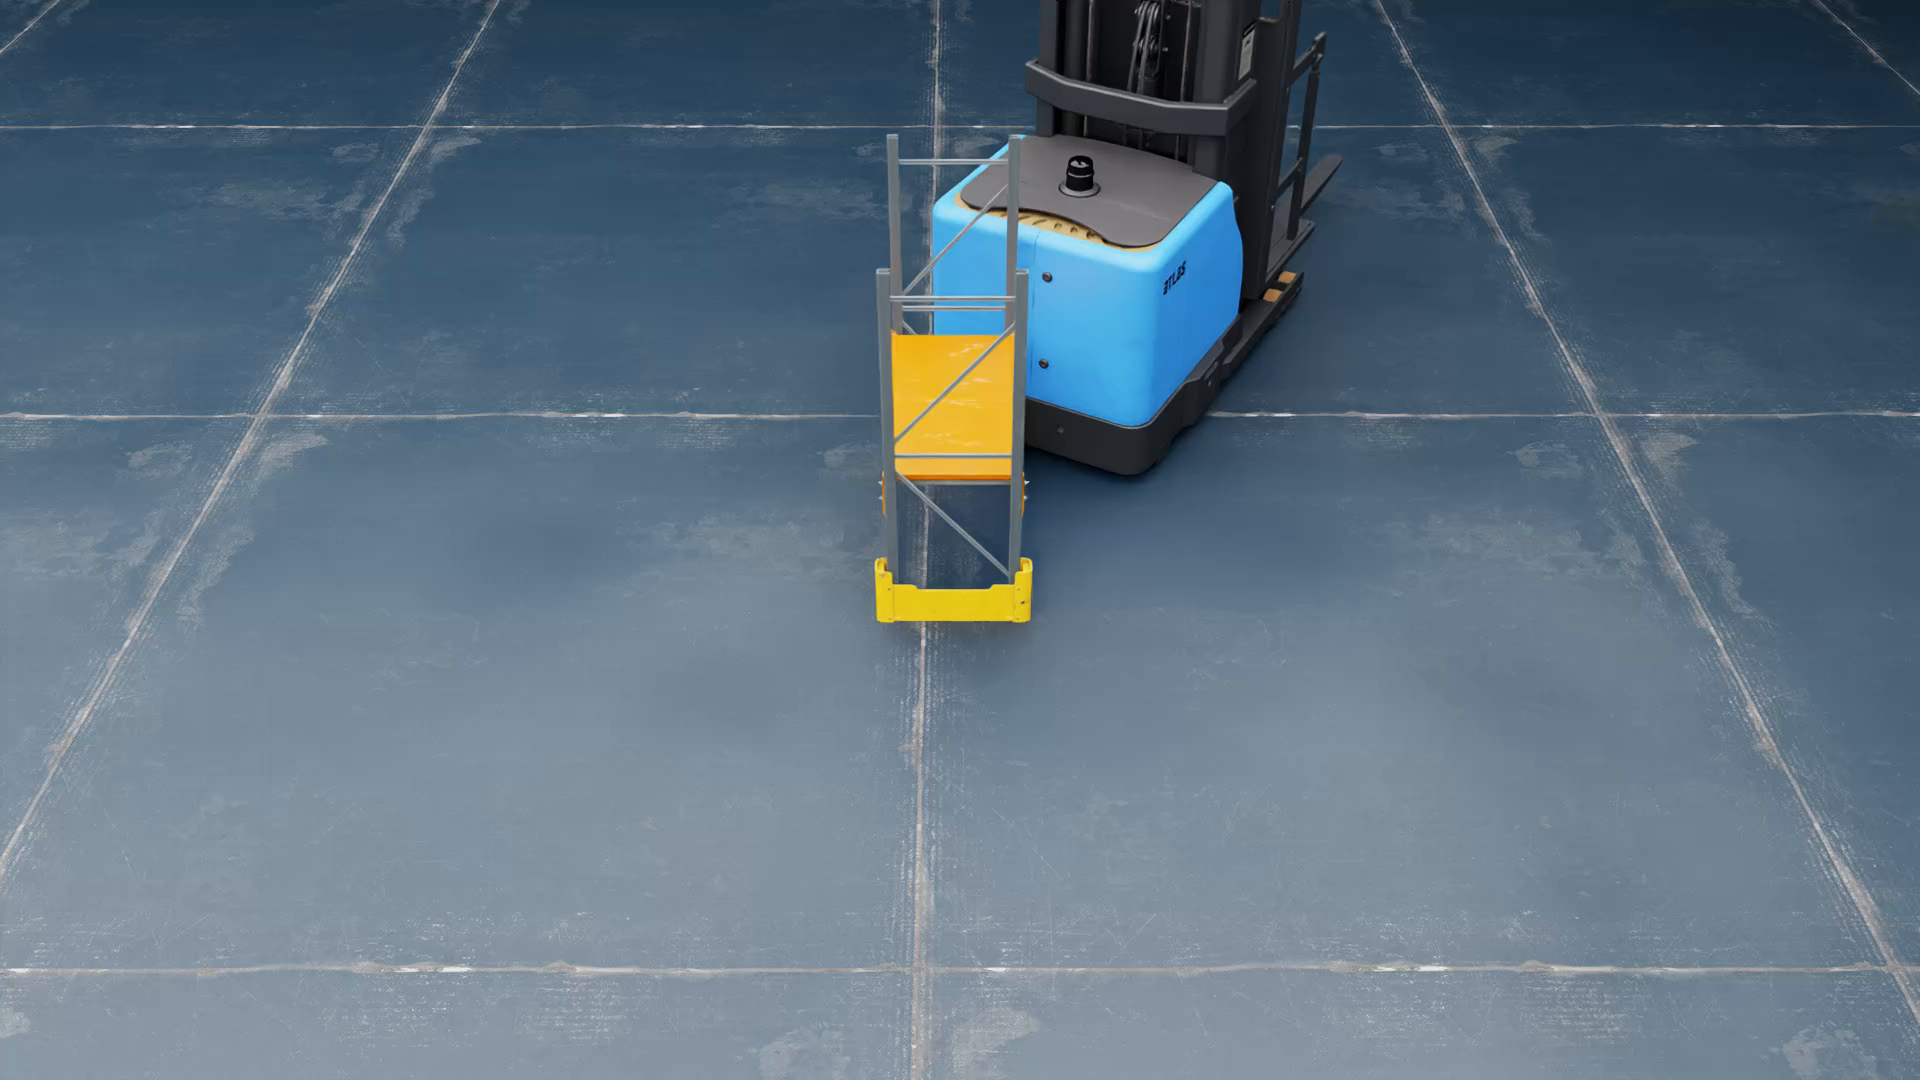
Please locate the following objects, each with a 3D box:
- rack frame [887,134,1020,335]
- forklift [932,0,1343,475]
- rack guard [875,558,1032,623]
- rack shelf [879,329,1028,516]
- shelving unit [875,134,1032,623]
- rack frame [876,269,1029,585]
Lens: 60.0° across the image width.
[{"bbox_3d":[-0.024,-0.931,6.712,0.500,1.500,0.032,0,39,0],"label":"rack frame"},{"bbox_3d":[1.033,-2.321,7.302,1.130,2.935,3.031,19,43,22],"label":"forklift"},{"bbox_3d":[-0.024,0.192,6.311,0.587,0.250,0.087,0,39,0],"label":"rack guard"},{"bbox_3d":[-0.024,-0.473,6.428,0.538,0.185,1.000,0,39,0],"label":"rack shelf"},{"bbox_3d":[-0.024,-0.607,6.309,0.587,1.500,1.083,0,39,0],"label":"shelving unit"},{"bbox_3d":[-0.024,-0.295,5.919,0.500,1.500,0.032,0,39,0],"label":"rack frame"}]
